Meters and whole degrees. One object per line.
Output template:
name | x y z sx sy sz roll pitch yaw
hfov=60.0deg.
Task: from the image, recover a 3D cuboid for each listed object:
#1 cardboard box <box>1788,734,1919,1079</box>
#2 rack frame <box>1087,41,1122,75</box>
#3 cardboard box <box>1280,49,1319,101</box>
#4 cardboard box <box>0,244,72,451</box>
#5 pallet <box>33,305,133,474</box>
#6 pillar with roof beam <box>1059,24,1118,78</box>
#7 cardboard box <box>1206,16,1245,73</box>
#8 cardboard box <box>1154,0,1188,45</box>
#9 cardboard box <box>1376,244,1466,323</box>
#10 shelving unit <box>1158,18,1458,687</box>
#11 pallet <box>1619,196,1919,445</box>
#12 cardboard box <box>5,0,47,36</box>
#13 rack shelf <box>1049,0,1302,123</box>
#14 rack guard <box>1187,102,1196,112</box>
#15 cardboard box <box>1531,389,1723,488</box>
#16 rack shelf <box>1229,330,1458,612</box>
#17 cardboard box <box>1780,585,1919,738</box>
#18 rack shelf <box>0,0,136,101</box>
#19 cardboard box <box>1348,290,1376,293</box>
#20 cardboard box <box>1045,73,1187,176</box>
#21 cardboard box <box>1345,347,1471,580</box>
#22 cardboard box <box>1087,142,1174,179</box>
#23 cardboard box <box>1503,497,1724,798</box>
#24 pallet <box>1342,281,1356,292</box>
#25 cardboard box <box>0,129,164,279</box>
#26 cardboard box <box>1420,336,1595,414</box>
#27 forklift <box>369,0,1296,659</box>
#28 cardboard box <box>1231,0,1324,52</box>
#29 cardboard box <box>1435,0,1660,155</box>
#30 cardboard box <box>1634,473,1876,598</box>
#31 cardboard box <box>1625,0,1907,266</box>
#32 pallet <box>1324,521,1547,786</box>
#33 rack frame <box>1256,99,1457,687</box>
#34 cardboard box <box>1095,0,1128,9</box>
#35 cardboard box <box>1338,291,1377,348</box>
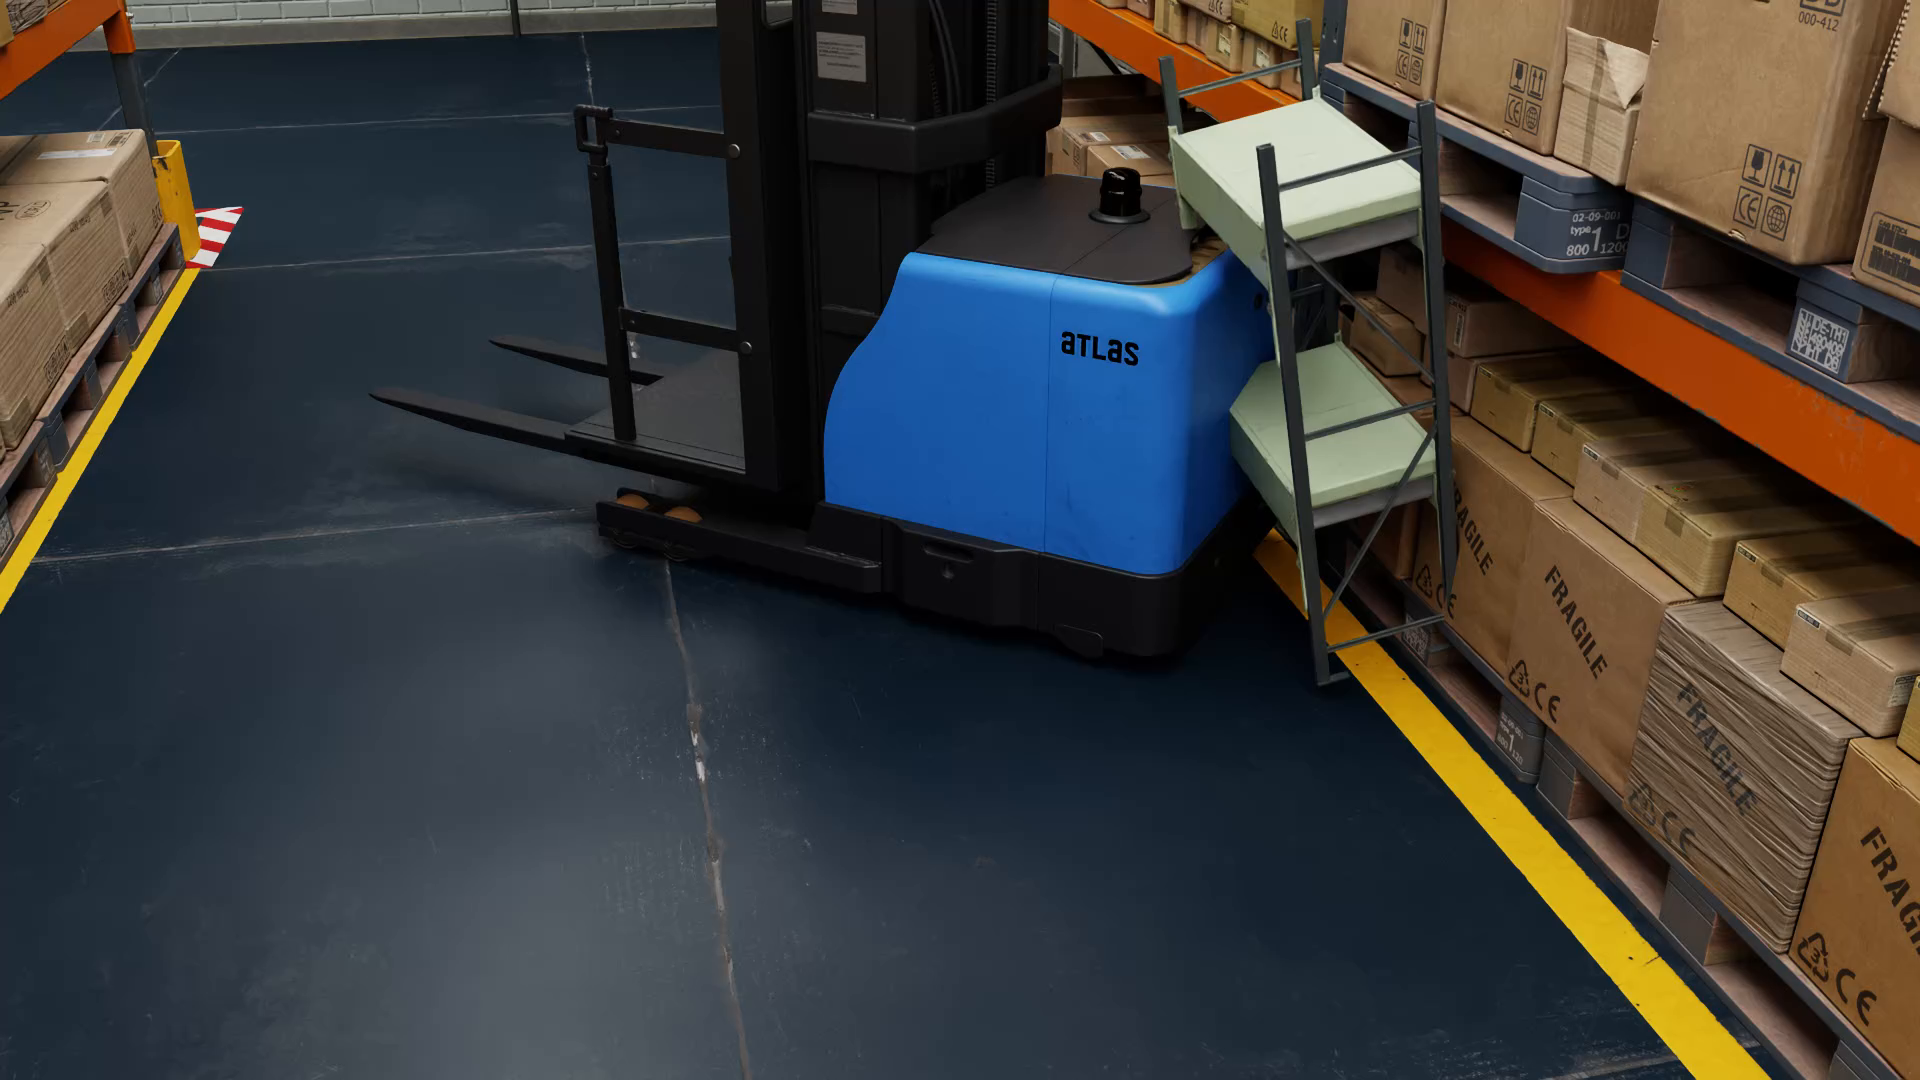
cardboard box | 1.880 0.666 2.910 0.500 0.500 0.500 -5 27 -9
rack frame | 0.605 -3.161 8.183 1.000 3.000 0.127 -6 27 -12
cardboard box | 1.189 -1.407 4.987 0.380 0.149 0.250 -6 27 -11
cardboard box | -3.568 -0.622 5.531 0.875 0.438 0.875 -7 28 -13
pallet | -3.702 -0.532 6.071 1.003 0.211 1.213 -6 27 -12
pillar with roof beam | -3.319 -6.677 8.491 9.100 9.000 0.400 -6 27 -12
cardboard box | 1.027 -1.630 5.430 0.380 0.149 0.250 -5 27 -10
cardboard box | 0.909 -1.858 5.880 0.380 0.149 0.250 -6 27 -12
cardboard box | 1.387 -0.720 4.606 0.380 0.149 0.250 -6 27 -12
shelving unit | 0.915 -0.471 4.308 0.431 1.500 0.755 -16 33 -3
pallet | 1.965 -0.416 2.958 1.003 0.211 1.213 -6 27 -12
cardboard box | -3.640 -2.068 5.907 0.500 0.500 0.500 -5 27 -10
rack shelf | 1.056 -1.961 6.605 1.077 0.370 4.000 -6 27 -12
rack guard | 0.622 -2.011 8.680 1.175 0.500 0.348 -6 27 -12
cardboard box | 1.610 -0.237 3.979 0.380 0.149 0.250 -6 27 -12
rack shelf | 0.981 -0.204 4.483 0.431 0.370 0.720 -16 33 -3
cardboard box | 1.778 0.214 3.085 0.380 0.149 0.250 -7 28 -14
rack shelf | -3.779 -1.456 5.603 1.077 0.370 4.000 -6 27 -12
cardboard box | 1.490 -0.824 6.251 0.380 0.149 0.250 -6 27 -12
cardboard box | 0.651 -1.955 8.100 0.797 0.503 0.637 -7 28 -14
cardboard box | 1.396 -0.241 4.706 0.500 0.500 0.500 -5 27 -9
cardboard box | 0.827 -1.332 6.869 0.500 0.500 0.500 -5 27 -11
cardboard box | 1.634 0.211 3.810 0.500 0.500 0.500 -7 28 -13
pallet | 1.074 -0.998 6.993 1.003 0.211 1.213 -6 27 -12
cardboard box | -3.984 -1.419 7.110 0.875 0.438 0.875 -7 28 -13
cardboard box | 1.466 -0.467 4.435 0.380 0.149 0.250 -7 28 -13
forklift | -0.554 -1.438 4.846 3.031 2.935 1.130 13 30 24
cardboard box | 1.154 -1.669 5.064 0.500 0.250 0.500 -5 27 -10
cardboard box | 1.514 -1.174 3.670 0.700 0.500 0.500 -6 27 -11
cardboard box | 1.683 -0.014 3.538 0.380 0.149 0.250 -5 27 -10
cardboard box | 1.691 -0.830 2.988 0.700 0.500 0.500 -6 27 -12
pallet | 1.727 0.194 4.632 1.003 0.211 1.213 -6 27 -12
rack frame | 0.984 -0.286 4.000 0.400 1.500 0.023 -16 33 -3
cardboard box | 0.733 -2.192 6.543 0.380 0.149 0.250 -5 27 -10
cardboard box | 1.588 -0.706 5.837 0.500 0.311 0.500 -5 27 -10
